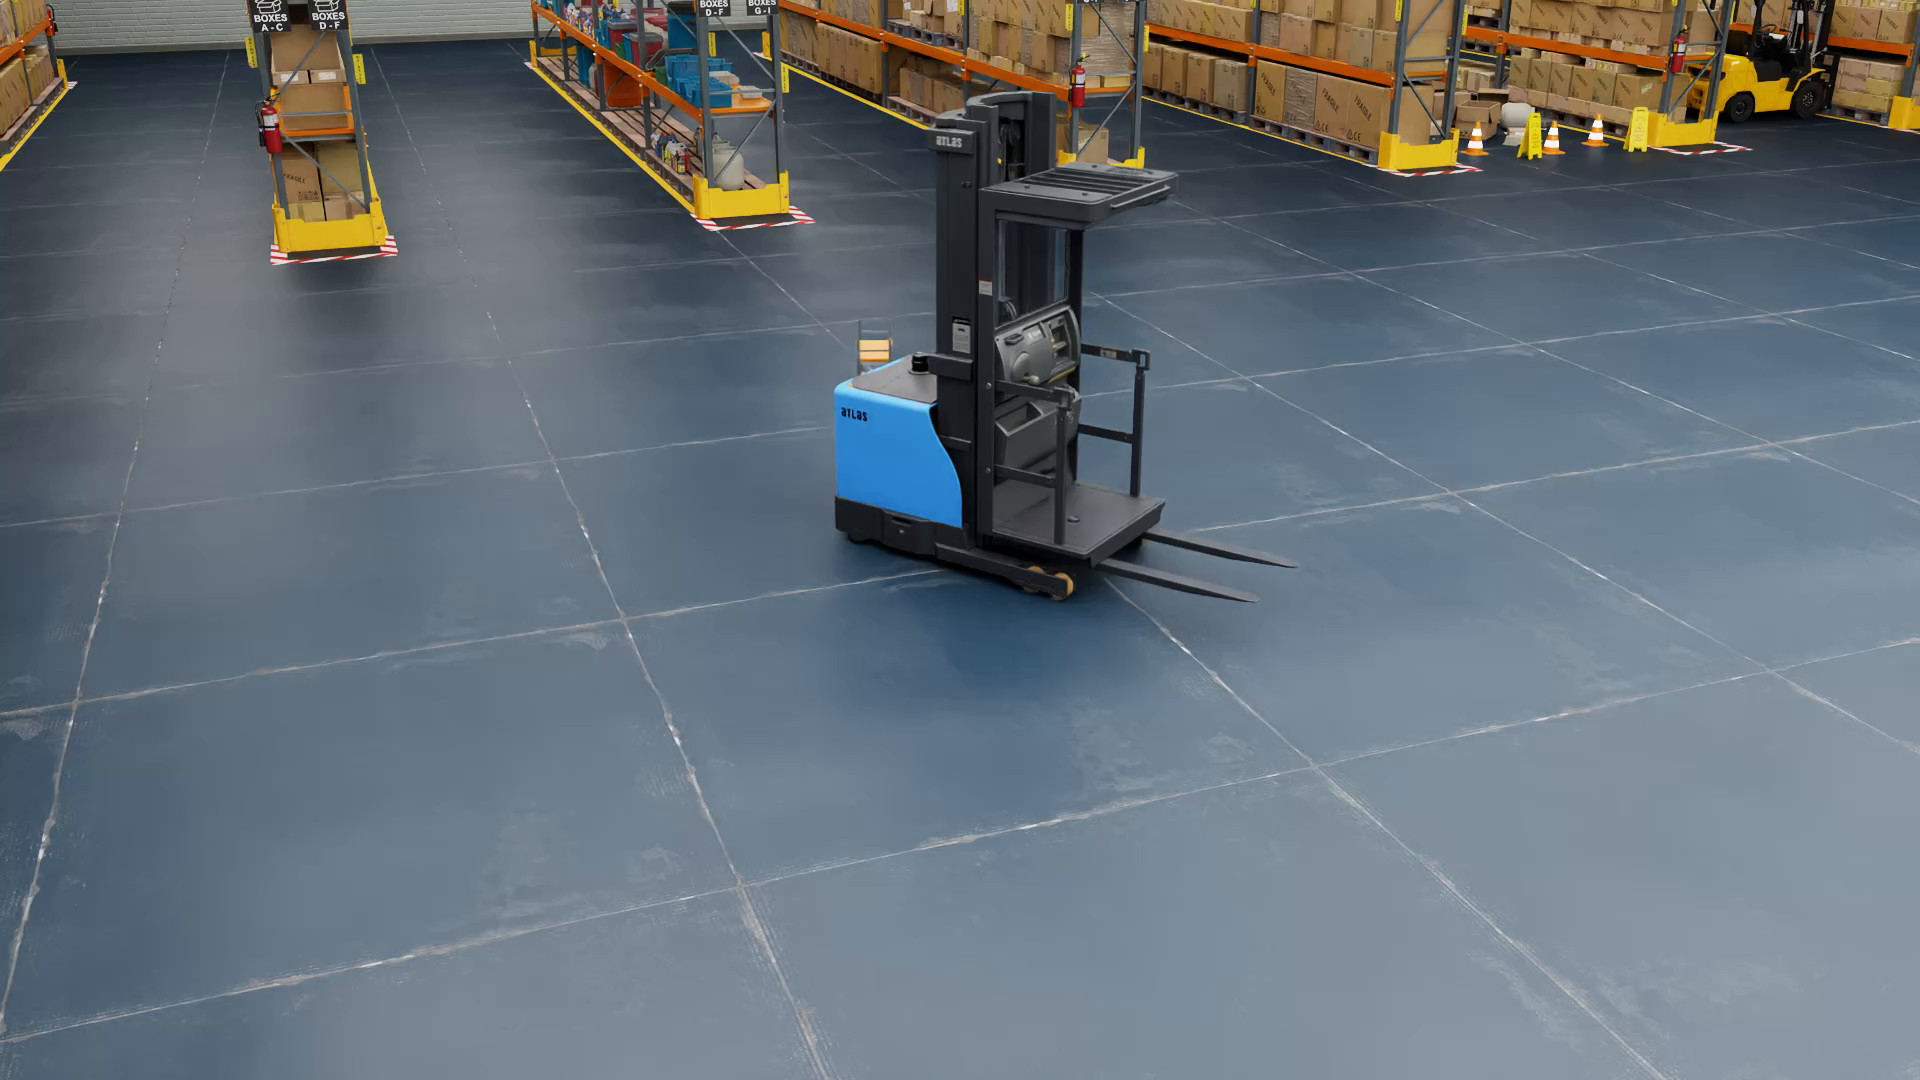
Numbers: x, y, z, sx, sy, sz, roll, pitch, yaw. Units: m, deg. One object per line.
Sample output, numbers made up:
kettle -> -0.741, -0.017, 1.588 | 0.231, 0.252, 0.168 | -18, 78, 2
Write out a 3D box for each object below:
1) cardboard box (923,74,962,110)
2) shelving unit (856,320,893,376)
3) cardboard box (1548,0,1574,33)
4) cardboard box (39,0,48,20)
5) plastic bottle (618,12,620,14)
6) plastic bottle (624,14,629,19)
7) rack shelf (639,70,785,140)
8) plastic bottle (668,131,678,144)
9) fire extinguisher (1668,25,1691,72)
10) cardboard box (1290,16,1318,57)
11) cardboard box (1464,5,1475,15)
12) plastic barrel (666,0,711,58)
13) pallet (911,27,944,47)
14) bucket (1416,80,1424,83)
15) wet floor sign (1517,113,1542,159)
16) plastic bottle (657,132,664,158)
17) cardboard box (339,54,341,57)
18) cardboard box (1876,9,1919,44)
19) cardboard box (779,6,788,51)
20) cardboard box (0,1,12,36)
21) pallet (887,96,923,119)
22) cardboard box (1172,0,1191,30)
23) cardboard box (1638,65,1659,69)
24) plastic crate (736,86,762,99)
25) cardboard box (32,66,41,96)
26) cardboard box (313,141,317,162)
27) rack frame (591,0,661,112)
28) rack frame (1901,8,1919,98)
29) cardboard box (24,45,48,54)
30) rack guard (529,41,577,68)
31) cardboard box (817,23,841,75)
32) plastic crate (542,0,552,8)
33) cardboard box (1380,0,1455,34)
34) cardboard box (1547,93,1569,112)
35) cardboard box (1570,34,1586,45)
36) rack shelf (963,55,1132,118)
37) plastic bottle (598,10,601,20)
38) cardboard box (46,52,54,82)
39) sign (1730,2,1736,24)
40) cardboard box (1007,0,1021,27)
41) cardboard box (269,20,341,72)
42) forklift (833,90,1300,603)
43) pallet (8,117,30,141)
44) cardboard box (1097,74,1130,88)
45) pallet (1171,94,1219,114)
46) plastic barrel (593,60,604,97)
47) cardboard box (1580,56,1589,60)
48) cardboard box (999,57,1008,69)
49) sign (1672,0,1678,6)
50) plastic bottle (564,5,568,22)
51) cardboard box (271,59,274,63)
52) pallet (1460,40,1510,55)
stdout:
cardboard box -> -0.209, -7.493, 27.818 | 0.700, 0.500, 0.500 | -6, 24, -15
shelving unit -> -0.601, -0.923, 11.895 | 0.258, 1.200, 0.503 | -1, 23, -2
cardboard box -> 10.064, -8.616, 27.318 | 0.500, 0.500, 0.500 | -9, 24, -19
cardboard box -> -17.418, -9.910, 30.514 | 0.980, 0.700, 0.700 | -7, 24, -17
plastic bottle -> -5.991, -9.159, 29.285 | 0.097, 0.271, 0.097 | 0, 23, 0
plastic bottle -> -5.786, -9.016, 28.945 | 0.097, 0.271, 0.097 | 0, 23, 0
rack shelf -> -3.393, -5.897, 22.305 | 1.077, 0.370, 4.000 | -8, 24, -19
plastic bottle -> -4.068, -5.607, 23.534 | 0.144, 0.351, 0.185 | -8, 24, -19
fire extinguisher -> 10.827, -7.400, 25.046 | 0.296, 0.674, 0.183 | -8, 24, -19
cardboard box -> 5.648, -7.806, 25.715 | 0.875, 0.550, 0.550 | -8, 24, -19
cardboard box -> 9.164, -9.408, 29.492 | 0.380, 0.149, 0.250 | -9, 24, -20
plastic barrel -> -3.953, -7.368, 24.223 | 0.600, 0.901, 0.708 | -8, 24, -19
pallet -> -0.141, -8.286, 27.294 | 1.003, 0.211, 1.213 | -8, 24, -19
bucket -> 7.415, -7.737, 28.003 | 0.726, 0.611, 0.620 | 0, 13, -1
wet floor sign -> 8.486, -6.001, 24.658 | 0.267, 0.644, 0.232 | -13, 26, -28
plastic bottle -> -4.203, -5.587, 23.487 | 0.144, 0.351, 0.185 | -8, 24, -18
cardboard box -> -7.716, -5.808, 20.204 | 0.380, 0.149, 0.250 | -9, 24, -20
cardboard box -> 15.441, -8.412, 27.218 | 0.500, 0.500, 0.500 | -9, 24, -20
cardboard box -> -3.404, -10.988, 35.652 | 0.875, 0.875, 0.875 | -8, 24, -19
cardboard box -> -15.606, -8.378, 26.727 | 0.500, 0.500, 0.500 | -8, 24, -19
pallet -> -0.604, -7.519, 28.817 | 1.003, 0.211, 1.213 | -8, 24, -19
cardboard box -> 4.063, -9.210, 29.111 | 0.500, 0.500, 0.500 | -8, 24, -19
cardboard box -> 13.718, -9.520, 32.491 | 0.875, 0.625, 0.625 | -9, 25, -21
plastic crate -> -2.702, -5.749, 21.368 | 0.298, 0.136, 0.250 | -8, 24, -19
cardboard box -> -16.537, -8.013, 29.077 | 0.700, 0.500, 0.500 | -9, 24, -20
cardboard box -> -8.680, -5.157, 21.657 | 0.500, 0.500, 0.500 | -8, 24, -19
rack frame -> -5.513, -8.408, 27.337 | 1.000, 3.000, 0.127 | -8, 24, -19
rack frame -> 15.860, -8.223, 26.898 | 1.000, 3.000, 0.127 | -8, 24, -19
cardboard box -> -17.050, -9.034, 30.665 | 0.380, 0.149, 0.250 | -9, 24, -20
rack guard -> -8.359, -10.170, 34.736 | 1.175, 0.500, 0.348 | -8, 24, -19
cardboard box -> -2.047, -9.526, 32.184 | 1.225, 0.875, 0.875 | -8, 24, -19
plastic crate -> -7.988, -10.543, 32.541 | 0.416, 0.233, 0.300 | -8, 24, -19
cardboard box -> 6.528, -7.532, 23.674 | 0.875, 0.550, 0.550 | -8, 24, -19
cardboard box -> 10.150, -7.284, 27.670 | 0.500, 0.250, 0.500 | -9, 24, -20
cardboard box -> 10.175, -8.166, 27.086 | 0.380, 0.149, 0.250 | -8, 24, -19
rack shelf -> 1.241, -6.576, 23.917 | 1.077, 0.370, 4.000 | -8, 24, -19
plastic bottle -> -6.594, -9.647, 30.533 | 0.097, 0.201, 0.097 | 0, 23, 0
cardboard box -> -17.266, -8.757, 30.842 | 0.700, 0.500, 0.500 | -8, 24, -19
sign -> 11.726, -8.014, 25.288 | 0.100, 0.325, 0.005 | -8, 24, -19
cardboard box -> 0.996, -7.537, 23.470 | 0.500, 0.500, 0.500 | -8, 24, -19
cardboard box -> -7.494, -5.658, 19.012 | 0.700, 0.500, 0.500 | -8, 24, -19
forklift -> 0.665, -1.211, 10.350 | 3.031, 2.935, 1.130 | 14, 27, 31
pallet -> -15.416, -6.503, 26.408 | 1.003, 0.211, 1.213 | -8, 24, -19
cardboard box -> 2.069, -6.202, 22.425 | 0.380, 0.149, 0.250 | -8, 24, -19
pallet -> 4.432, -7.707, 29.265 | 1.003, 0.211, 1.213 | -8, 24, -19
plastic barrel -> -6.100, -8.076, 29.114 | 0.600, 0.588, 0.708 | -8, 24, -19
cardboard box -> 10.446, -7.904, 28.174 | 0.500, 0.500, 0.500 | -8, 24, -18
cardboard box -> 0.793, -6.949, 24.197 | 0.380, 0.149, 0.250 | -8, 24, -19
sign -> 10.692, -8.151, 24.830 | 0.100, 0.325, 0.005 | -8, 24, -19
plastic bottle -> -7.148, -9.568, 30.238 | 0.061, 0.283, 0.133 | -8, 24, -19
cardboard box -> -7.999, -5.656, 19.843 | 0.380, 0.149, 0.250 | -8, 24, -17
pallet -> 11.944, -11.008, 37.096 | 1.003, 0.211, 1.213 | -8, 24, -19
